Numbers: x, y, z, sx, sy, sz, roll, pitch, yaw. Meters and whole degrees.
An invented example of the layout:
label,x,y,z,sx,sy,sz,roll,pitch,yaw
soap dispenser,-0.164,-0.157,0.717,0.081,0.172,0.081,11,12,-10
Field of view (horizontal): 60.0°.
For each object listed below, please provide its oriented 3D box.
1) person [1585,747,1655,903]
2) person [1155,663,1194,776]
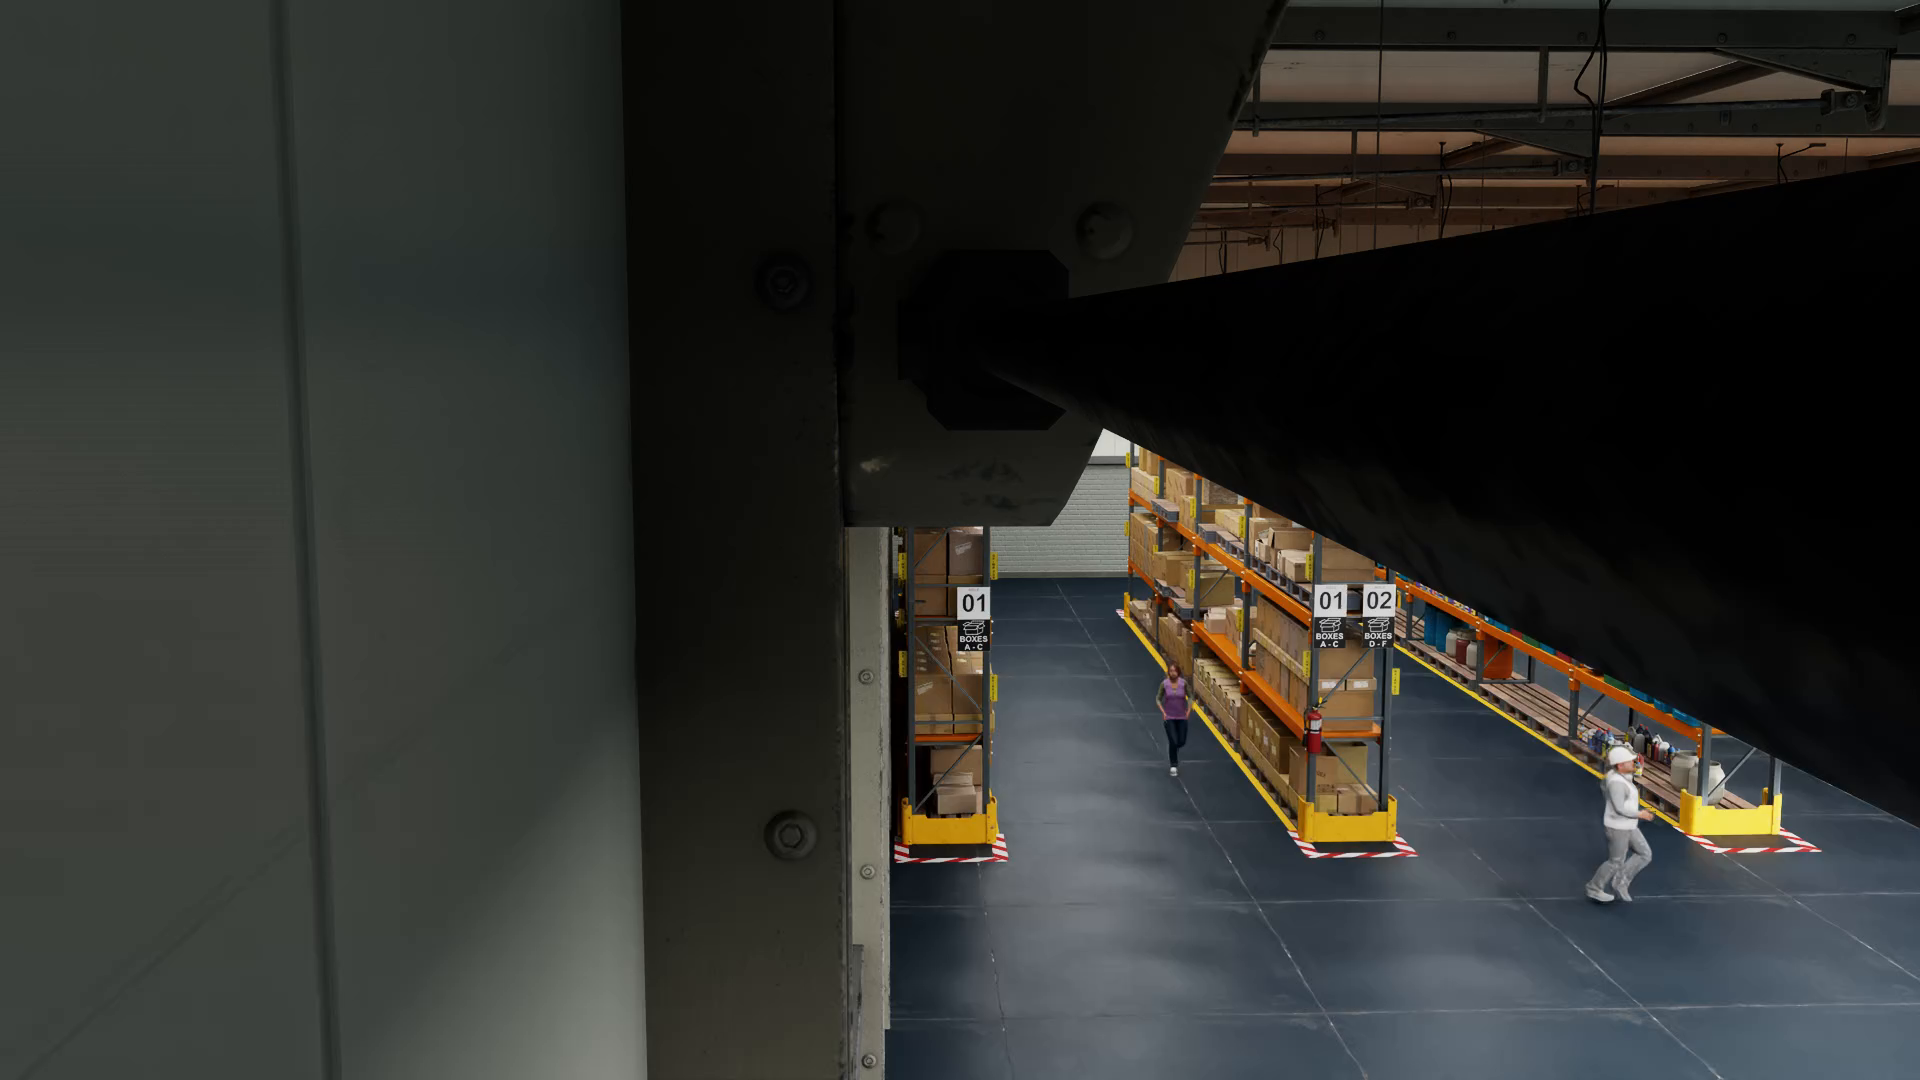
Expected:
label,x,y,z,sx,sy,sz,roll,pitch,yaw
person,7.257,3.138,18.244,0.667,1.770,0.631,4,8,27
person,2.995,2.485,23.266,0.537,1.568,0.506,0,7,1
